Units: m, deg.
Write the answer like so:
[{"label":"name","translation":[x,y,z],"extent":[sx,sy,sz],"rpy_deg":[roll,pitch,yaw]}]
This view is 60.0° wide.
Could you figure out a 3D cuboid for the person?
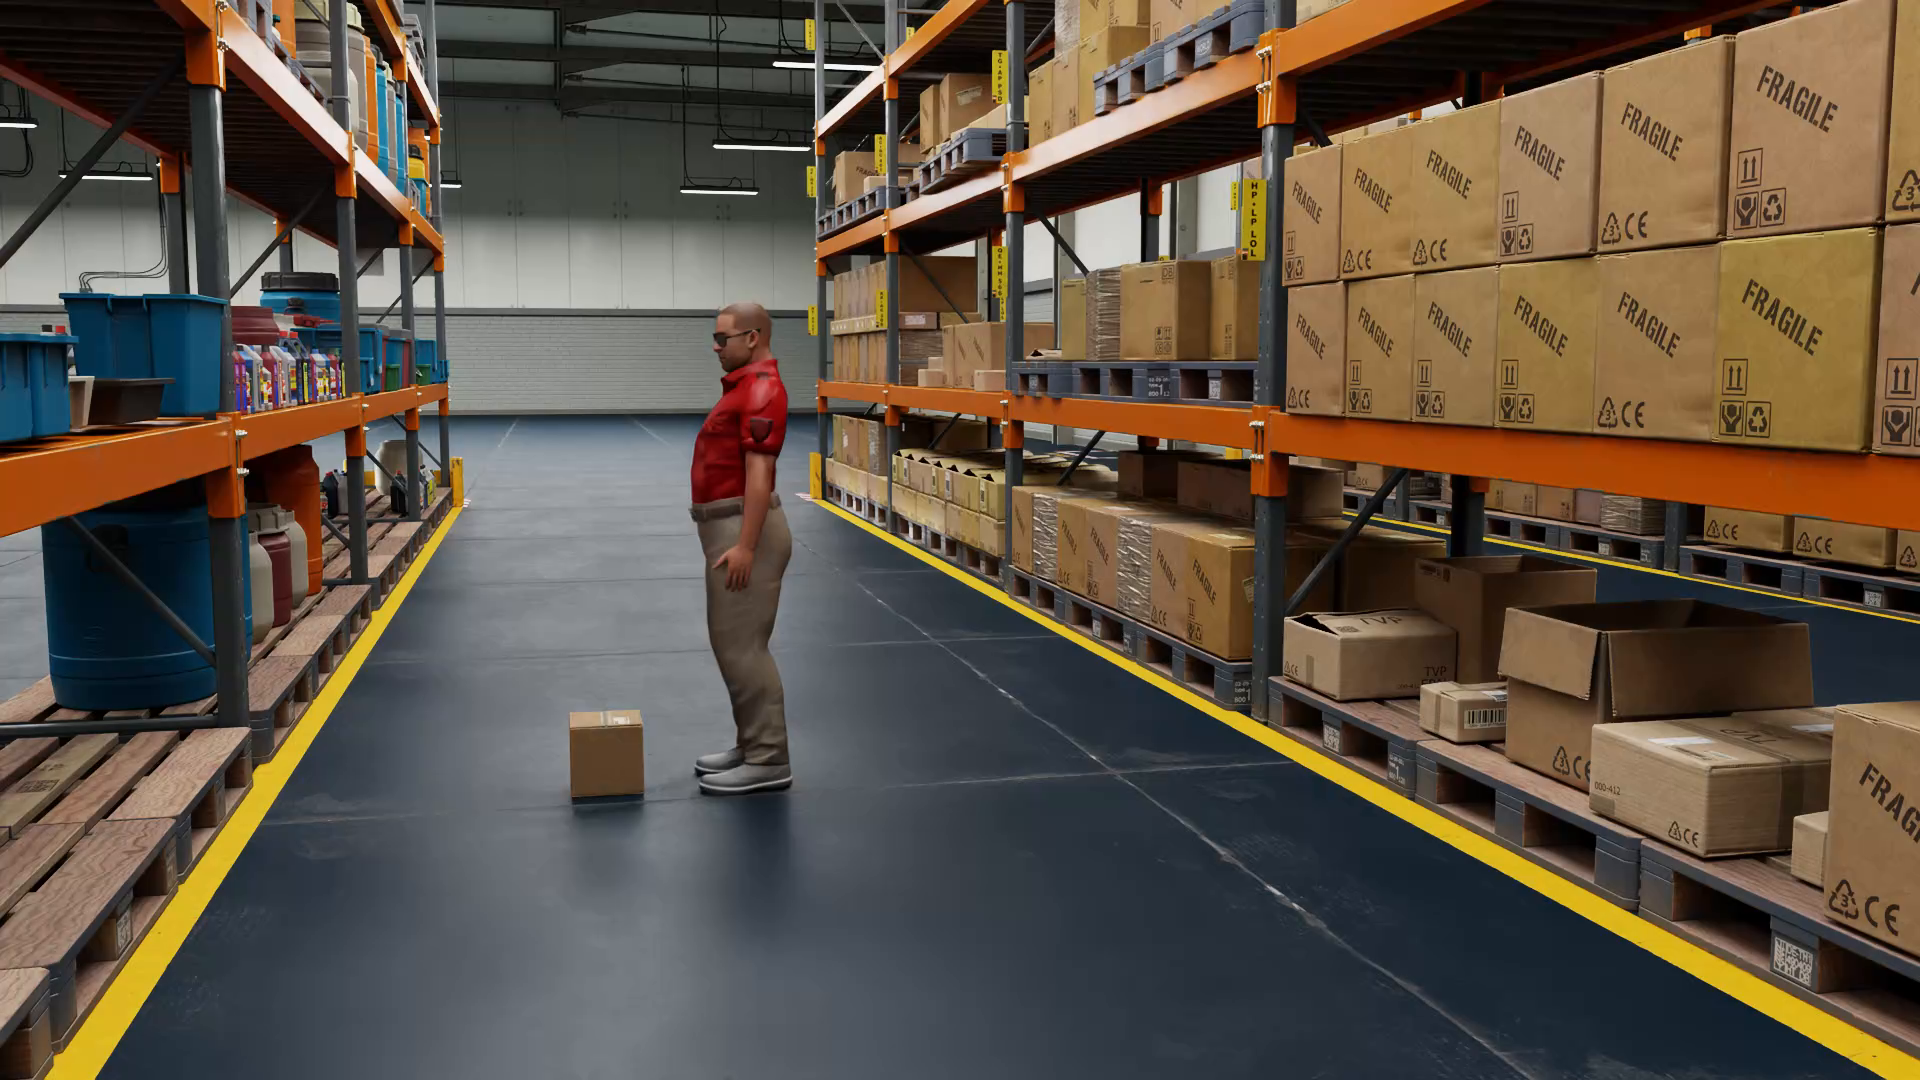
[{"label":"person","translation":[-0.782,0.017,5.913],"extent":[0.360,1.721,0.529],"rpy_deg":[-1,6,-12]}]
